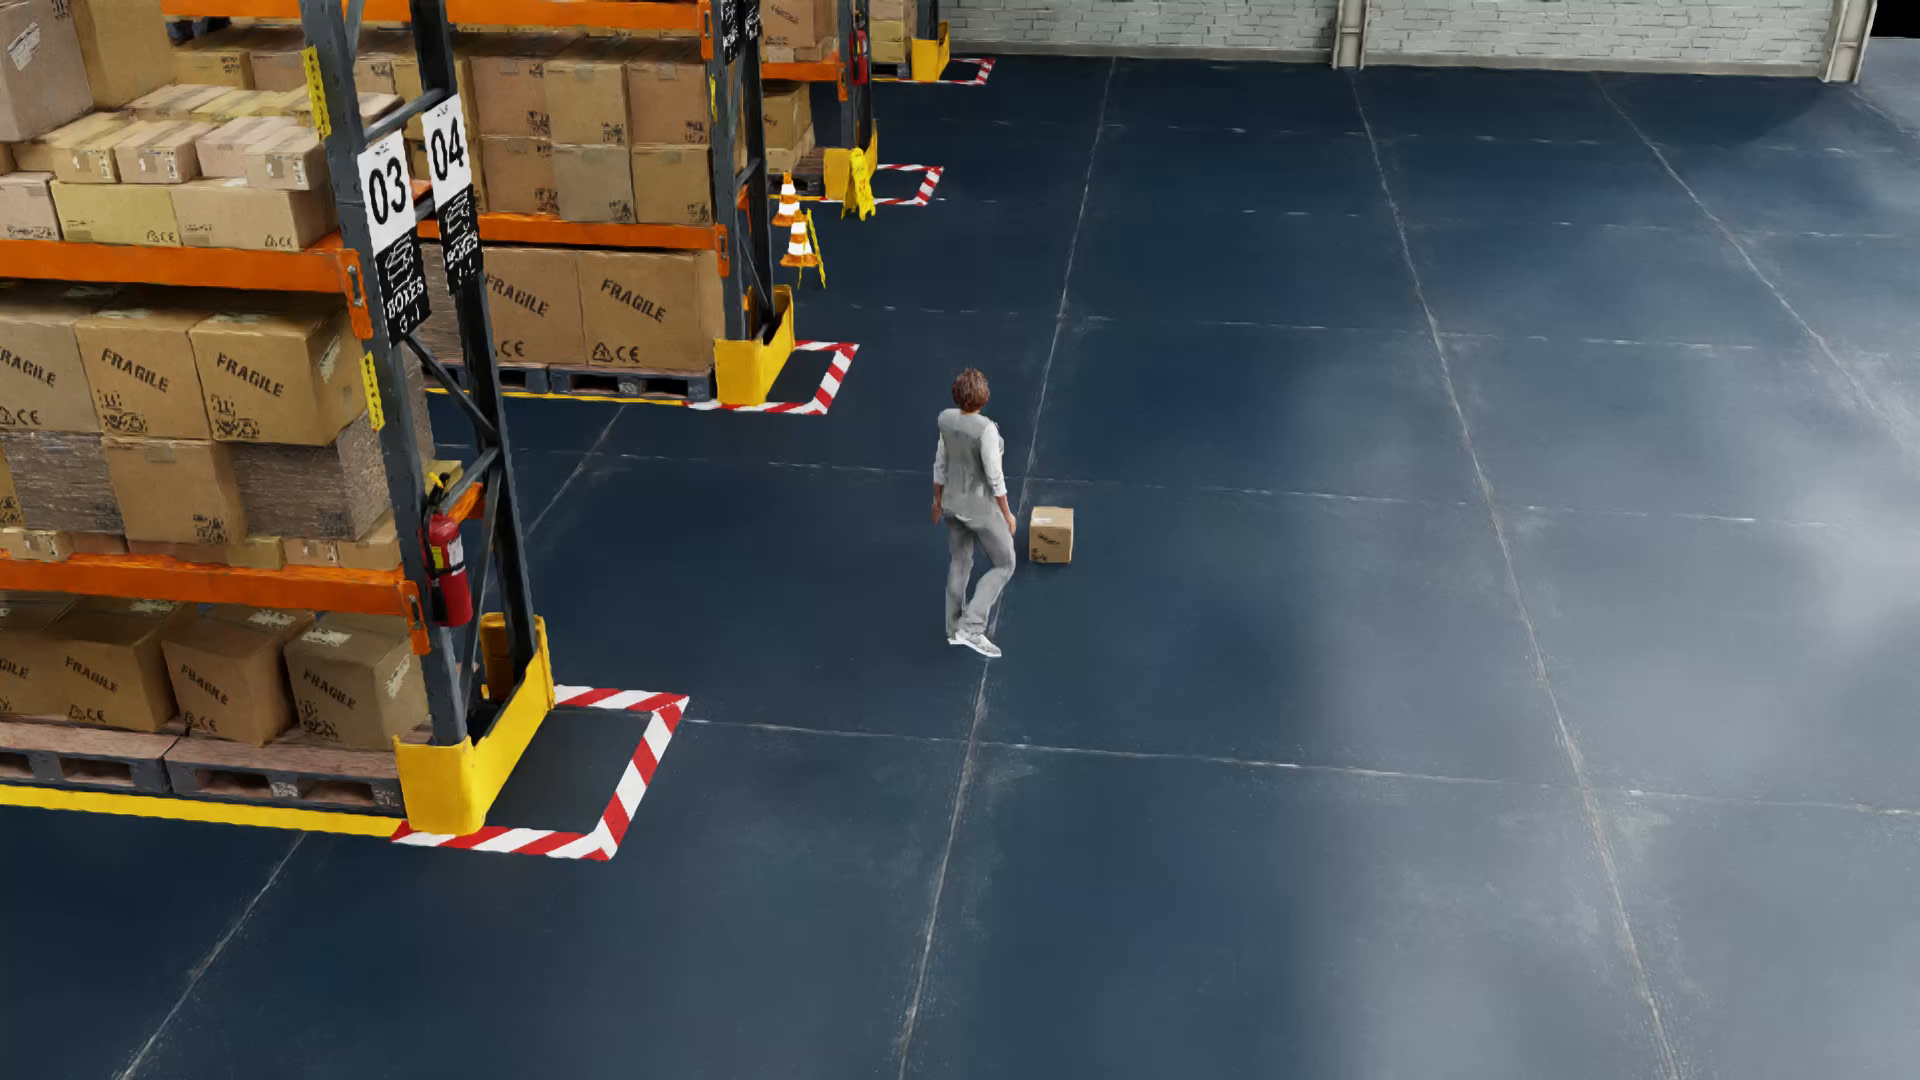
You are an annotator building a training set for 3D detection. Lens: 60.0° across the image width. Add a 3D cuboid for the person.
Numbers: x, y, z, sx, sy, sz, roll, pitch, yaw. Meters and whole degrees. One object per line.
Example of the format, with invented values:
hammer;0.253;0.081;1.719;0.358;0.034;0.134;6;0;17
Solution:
person;0.068;-0.130;8.840;0.578;1.589;0.419;25;38;38
